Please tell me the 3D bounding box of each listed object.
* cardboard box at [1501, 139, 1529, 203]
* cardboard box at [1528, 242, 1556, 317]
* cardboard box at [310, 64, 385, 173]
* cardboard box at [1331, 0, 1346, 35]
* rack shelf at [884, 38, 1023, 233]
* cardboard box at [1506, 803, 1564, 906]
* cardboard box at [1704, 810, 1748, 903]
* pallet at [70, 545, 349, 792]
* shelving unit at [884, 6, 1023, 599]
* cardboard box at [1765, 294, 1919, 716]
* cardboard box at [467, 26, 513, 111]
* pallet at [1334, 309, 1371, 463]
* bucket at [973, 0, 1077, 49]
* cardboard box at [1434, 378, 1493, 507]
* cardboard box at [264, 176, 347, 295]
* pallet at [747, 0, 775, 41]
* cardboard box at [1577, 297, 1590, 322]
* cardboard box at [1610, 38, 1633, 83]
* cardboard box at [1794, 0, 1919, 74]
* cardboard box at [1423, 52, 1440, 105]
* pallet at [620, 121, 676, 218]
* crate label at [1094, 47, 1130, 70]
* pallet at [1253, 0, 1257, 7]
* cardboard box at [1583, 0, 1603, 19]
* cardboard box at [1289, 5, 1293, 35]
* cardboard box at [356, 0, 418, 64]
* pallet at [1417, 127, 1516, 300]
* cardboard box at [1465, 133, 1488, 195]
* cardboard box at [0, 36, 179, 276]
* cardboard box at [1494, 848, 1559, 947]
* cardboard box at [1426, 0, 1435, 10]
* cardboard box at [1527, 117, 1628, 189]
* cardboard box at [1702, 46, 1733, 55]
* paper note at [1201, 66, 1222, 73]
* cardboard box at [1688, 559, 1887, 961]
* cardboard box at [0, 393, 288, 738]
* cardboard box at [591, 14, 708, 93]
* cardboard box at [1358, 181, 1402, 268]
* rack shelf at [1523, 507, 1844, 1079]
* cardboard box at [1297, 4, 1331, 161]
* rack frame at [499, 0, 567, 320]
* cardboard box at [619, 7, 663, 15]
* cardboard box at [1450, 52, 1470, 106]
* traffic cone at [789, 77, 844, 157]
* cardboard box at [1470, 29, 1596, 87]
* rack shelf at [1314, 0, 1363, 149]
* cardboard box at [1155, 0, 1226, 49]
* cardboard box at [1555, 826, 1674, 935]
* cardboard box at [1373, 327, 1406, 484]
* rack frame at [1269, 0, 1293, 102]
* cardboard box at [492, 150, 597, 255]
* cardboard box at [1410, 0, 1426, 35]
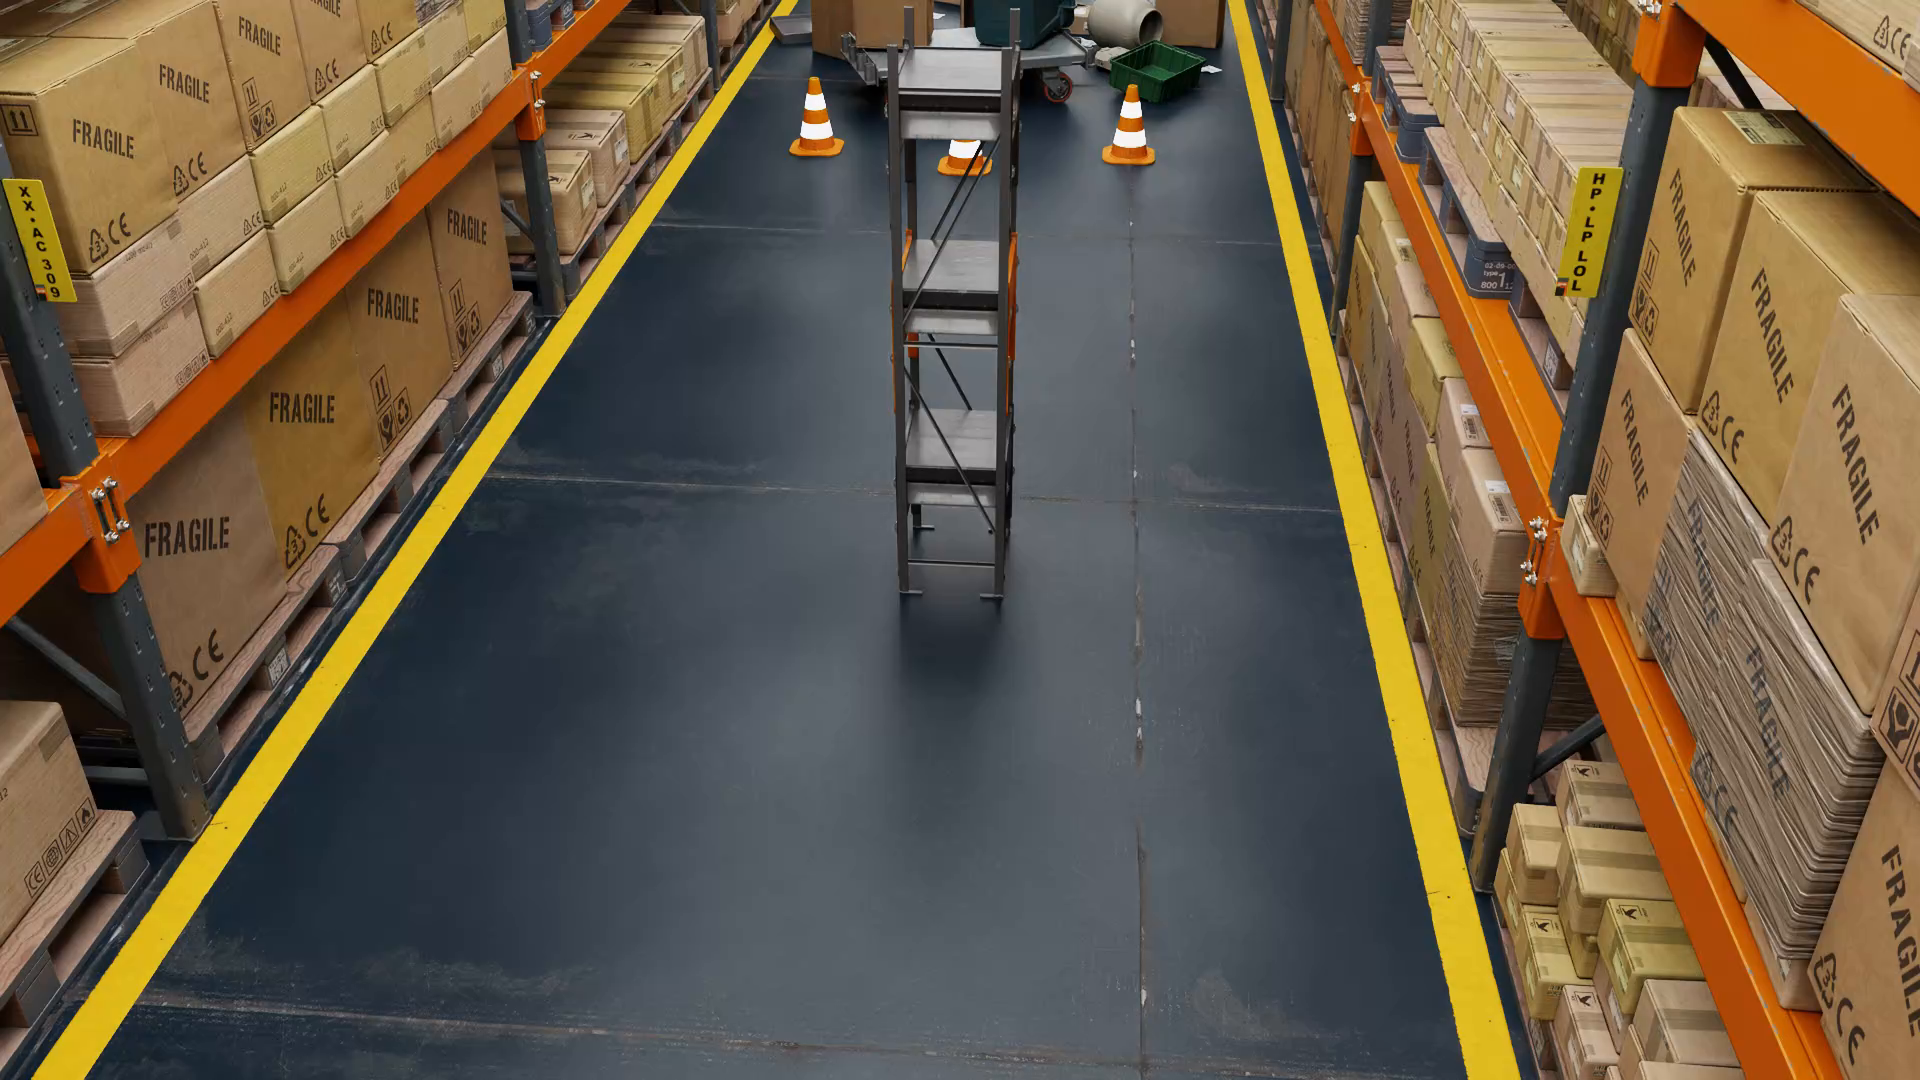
[{"bbox_3d":[1.975,-1.180,5.362,0.380,0.149,0.250,1,32,1],"label":"cardboard box"},{"bbox_3d":[1.934,-0.773,4.984,0.380,0.149,0.250,2,32,4],"label":"cardboard box"},{"bbox_3d":[-2.448,-1.545,6.065,0.500,0.250,0.500,2,32,2],"label":"cardboard box"},{"bbox_3d":[2.193,-2.861,8.437,0.500,0.500,0.500,2,32,4],"label":"cardboard box"},{"bbox_3d":[-0.013,-1.392,5.699,0.431,0.518,0.480,2,32,4],"label":"rack shelf"},{"bbox_3d":[1.707,0.866,4.520,0.380,0.149,0.250,4,32,6],"label":"cardboard box"},{"bbox_3d":[1.677,0.573,3.200,0.380,0.149,0.250,3,32,5],"label":"cardboard box"},{"bbox_3d":[-2.898,0.403,5.895,1.003,0.211,1.213,2,32,4],"label":"pallet"},{"bbox_3d":[-0.013,-0.807,6.059,0.431,2.100,0.503,2,32,4],"label":"shelving unit"},{"bbox_3d":[1.677,-0.054,2.647,0.500,0.500,0.500,3,32,5],"label":"cardboard box"},{"bbox_3d":[-2.343,-2.129,7.489,0.500,0.250,0.500,1,32,2],"label":"cardboard box"},{"bbox_3d":[2.316,-0.715,7.708,1.003,0.211,1.213,2,32,4],"label":"pallet"},{"bbox_3d":[0.420,-3.825,11.769,0.726,0.611,0.620,14,44,21],"label":"bucket"},{"bbox_3d":[1.920,-0.321,5.679,0.500,0.250,0.500,4,32,6],"label":"cardboard box"},{"bbox_3d":[-2.489,-1.070,5.770,0.500,0.250,0.500,2,32,4],"label":"cardboard box"},{"bbox_3d":[-2.118,-4.366,13.633,1.003,0.211,1.213,2,32,4],"label":"pallet"},{"bbox_3d":[1.891,-0.634,4.475,0.380,0.149,0.250,3,32,5],"label":"cardboard box"},{"bbox_3d":[2.735,-1.823,6.404,0.380,0.149,0.250,3,32,4],"label":"cardboard box"},{"bbox_3d":[1.724,-0.939,2.698,0.500,0.250,0.500,2,32,3],"label":"cardboard box"},{"bbox_3d":[2.100,-1.875,6.773,0.380,0.149,0.250,4,32,6],"label":"cardboard box"},{"bbox_3d":[-2.393,-2.326,10.324,1.003,0.211,1.213,2,32,4],"label":"pallet"},{"bbox_3d":[1.165,-3.601,12.463,0.298,0.136,0.250,-20,37,-29],"label":"crate label"},{"bbox_3d":[3.046,-4.885,14.475,1.003,0.211,1.213,2,32,4],"label":"pallet"},{"bbox_3d":[2.776,-2.228,6.779,0.380,0.149,0.250,2,32,3],"label":"cardboard box"},{"bbox_3d":[2.828,-4.002,12.010,0.875,0.875,0.875,3,32,5],"label":"cardboard box"},{"bbox_3d":[-2.422,-2.127,6.295,0.500,0.500,0.500,2,32,4],"label":"cardboard box"},{"bbox_3d":[2.261,-1.192,6.008,1.003,0.211,1.213,2,32,4],"label":"pallet"},{"bbox_3d":[2.015,-1.327,5.884,0.380,0.149,0.250,1,32,2],"label":"cardboard box"},{"bbox_3d":[-2.564,-1.063,4.568,0.500,0.500,0.500,3,32,5],"label":"cardboard box"},{"bbox_3d":[1.706,0.993,4.597,0.380,0.149,0.250,1,32,2],"label":"cardboard box"},{"bbox_3d":[2.132,-2.261,6.832,0.380,0.149,0.250,2,32,3],"label":"cardboard box"},{"bbox_3d":[1.959,-1.175,5.069,0.380,0.149,0.250,2,32,4],"label":"cardboard box"},{"bbox_3d":[2.691,-1.683,5.895,0.380,0.149,0.250,4,32,6],"label":"cardboard box"},{"bbox_3d":[1.859,-3.528,12.446,0.147,0.020,0.142,-20,37,-29],"label":"paper note"},{"bbox_3d":[1.654,0.381,2.893,0.500,0.500,0.500,2,32,3],"label":"cardboard box"},{"bbox_3d":[-2.915,0.021,5.482,0.875,0.875,0.875,3,32,6],"label":"cardboard box"},{"bbox_3d":[-2.275,-3.346,11.425,0.950,0.372,0.625,3,32,5],"label":"cardboard box"},{"bbox_3d":[2.084,-1.394,7.420,0.500,0.250,0.500,1,32,2],"label":"cardboard box"},{"bbox_3d":[1.893,1.133,2.737,1.077,0.370,4.000,2,32,4],"label":"rack shelf"},{"bbox_3d":[2.664,-2.790,10.163,1.050,0.750,0.750,2,32,4],"label":"cardboard box"},{"bbox_3d":[-2.560,-2.469,7.897,1.000,3.000,0.127,2,32,4],"label":"rack frame"},{"bbox_3d":[-2.454,-3.889,12.422,0.500,0.250,0.500,4,32,6],"label":"cardboard box"},{"bbox_3d":[2.062,-1.721,6.239,0.380,0.149,0.250,3,32,4],"label":"cardboard box"},{"bbox_3d":[-0.940,-2.772,10.807,0.336,0.463,0.334,2,32,4],"label":"traffic cone"},{"bbox_3d":[2.045,-1.715,5.945,0.380,0.149,0.250,3,32,5],"label":"cardboard box"},{"bbox_3d":[2.544,-3.050,9.525,1.077,0.370,4.000,2,32,4],"label":"rack shelf"},{"bbox_3d":[1.811,-4.194,13.077,0.500,0.500,0.500,8,32,12],"label":"cardboard box"},{"bbox_3d":[1.740,0.876,4.220,0.380,0.149,0.250,4,32,6],"label":"cardboard box"},{"bbox_3d":[1.995,-0.534,6.740,0.500,0.500,0.500,2,32,3],"label":"cardboard box"},{"bbox_3d":[2.707,-4.402,11.034,1.000,3.000,0.127,2,32,4],"label":"rack frame"},{"bbox_3d":[-2.504,-1.824,8.955,0.950,0.372,0.625,0,32,1],"label":"cardboard box"},{"bbox_3d":[2.142,-2.265,7.121,0.380,0.149,0.250,4,32,6],"label":"cardboard box"}]
